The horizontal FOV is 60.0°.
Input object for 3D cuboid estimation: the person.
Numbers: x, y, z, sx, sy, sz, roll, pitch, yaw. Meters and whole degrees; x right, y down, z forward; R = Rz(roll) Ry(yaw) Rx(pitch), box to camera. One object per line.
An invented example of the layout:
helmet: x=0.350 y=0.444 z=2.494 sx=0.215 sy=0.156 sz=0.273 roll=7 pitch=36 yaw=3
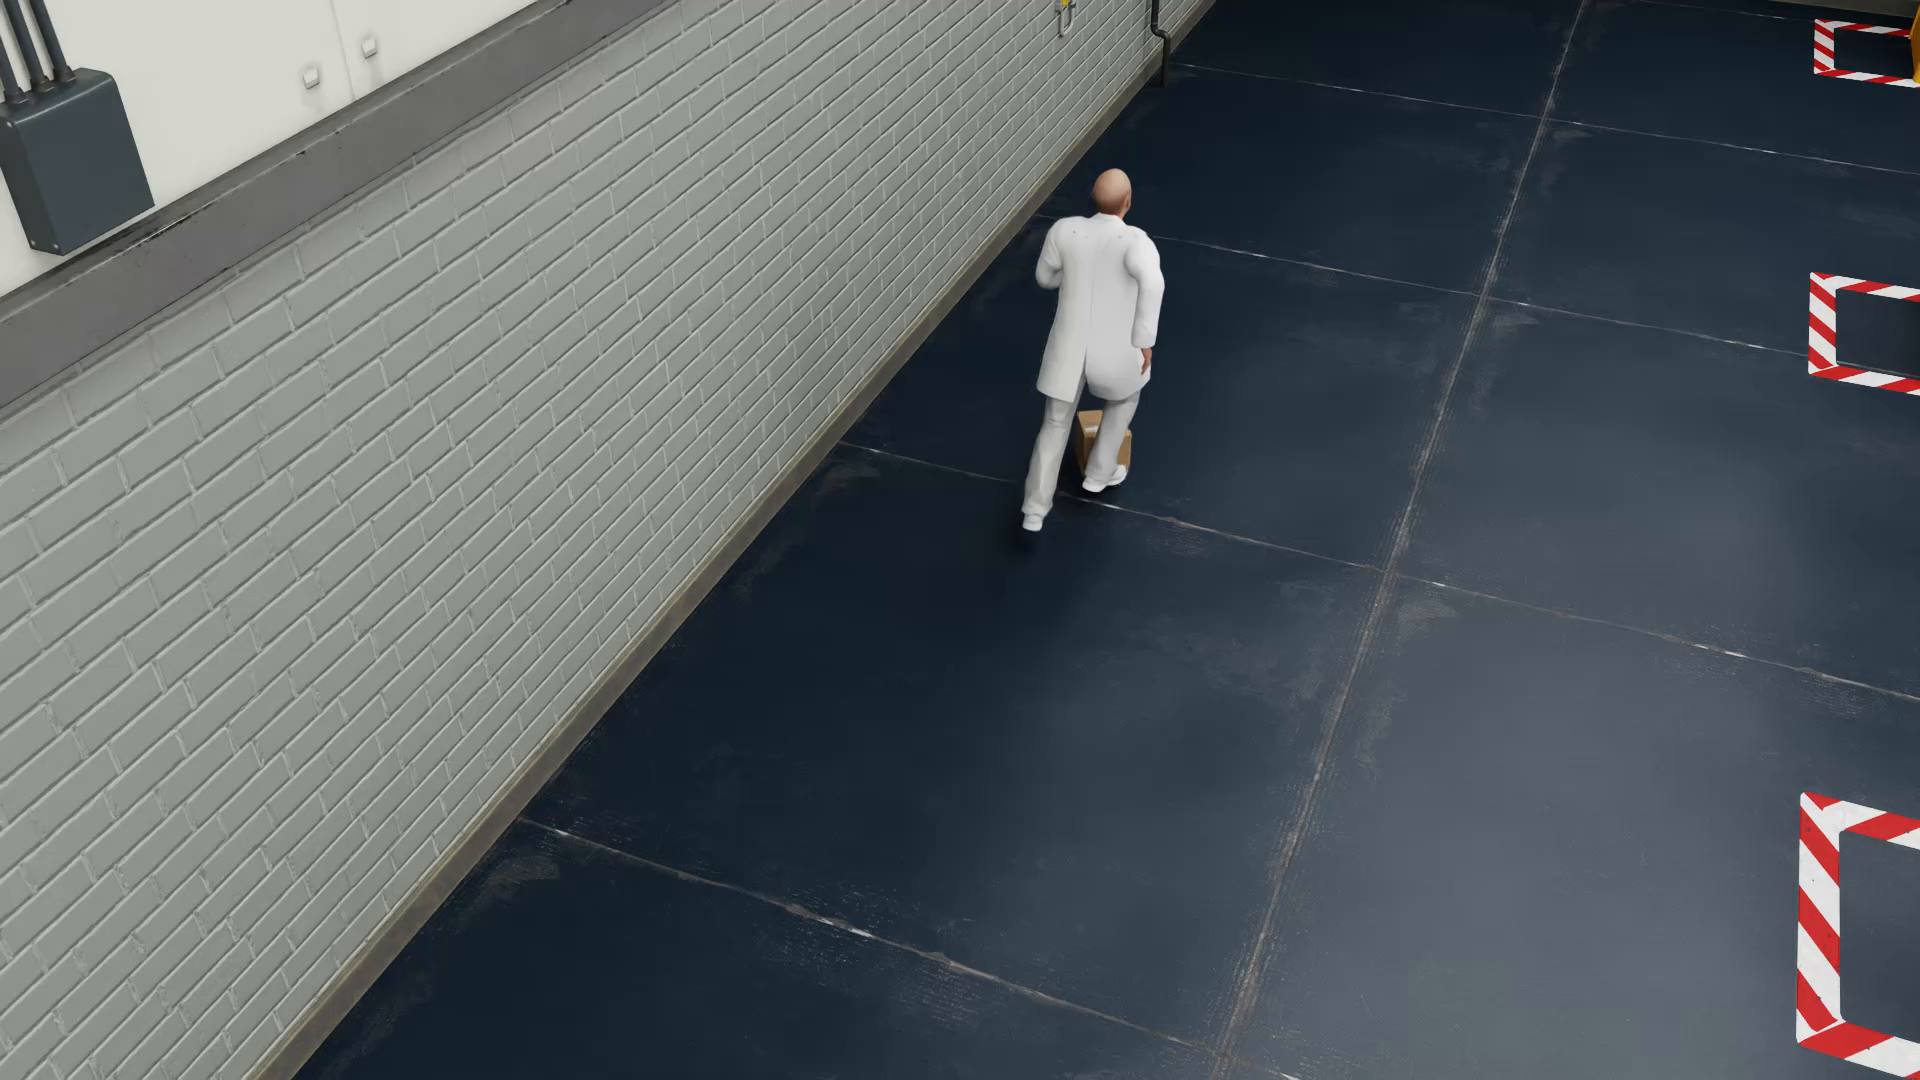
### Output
person: x=0.646 y=-0.892 z=8.093 sx=0.693 sy=1.698 sz=1.046 roll=11 pitch=38 yaw=14
